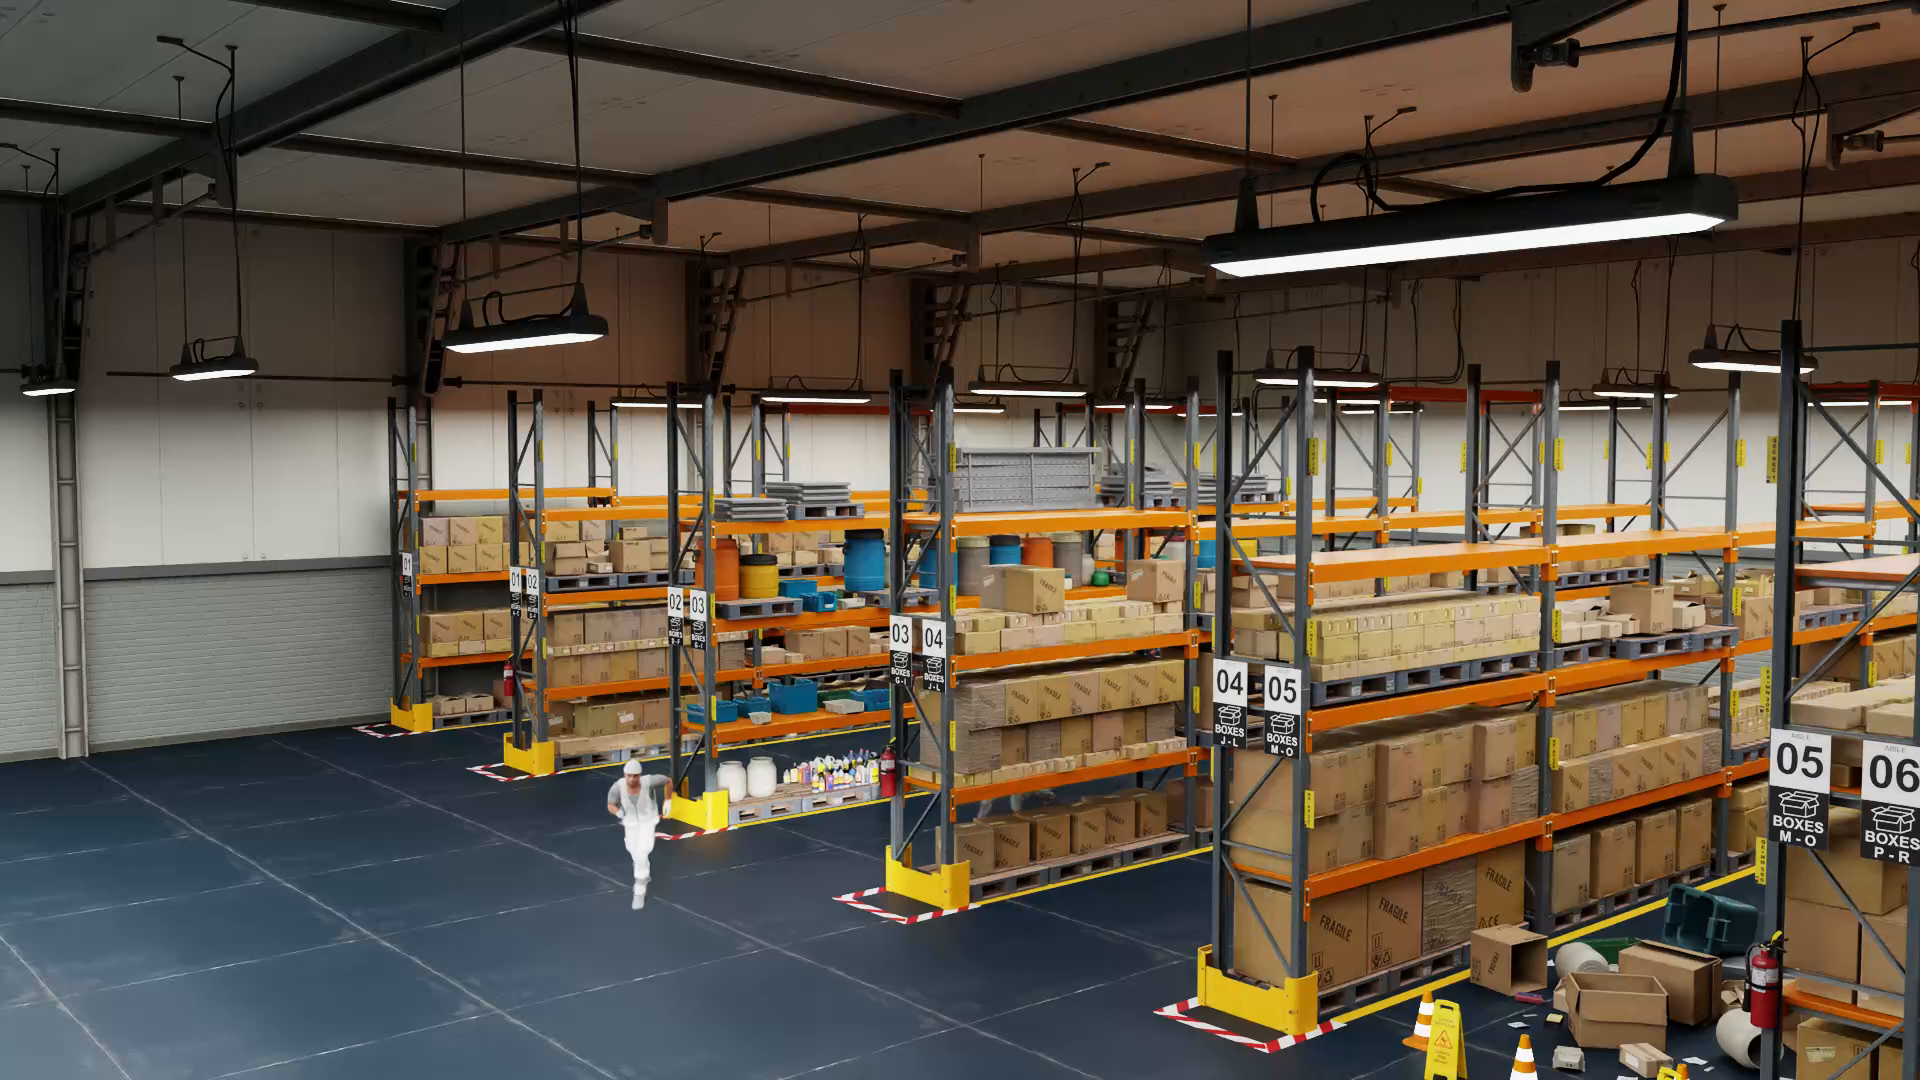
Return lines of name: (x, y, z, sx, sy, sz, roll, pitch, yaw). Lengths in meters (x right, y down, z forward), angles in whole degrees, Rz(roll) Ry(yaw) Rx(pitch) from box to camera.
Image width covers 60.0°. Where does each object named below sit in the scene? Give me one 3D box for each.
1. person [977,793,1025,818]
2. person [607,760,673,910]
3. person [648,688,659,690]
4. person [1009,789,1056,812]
person: (0.597, 3.009, 23.174, 0.604, 1.680, 0.970, 2, 4, 36)
person: (-3.579, 3.259, 18.688, 0.705, 1.719, 1.015, 0, 3, 0)
person: (-5.654, 2.615, 30.274, 0.686, 1.584, 0.893, 1, 4, 22)
person: (0.930, 2.995, 22.480, 0.679, 1.745, 0.846, 3, 5, 43)
